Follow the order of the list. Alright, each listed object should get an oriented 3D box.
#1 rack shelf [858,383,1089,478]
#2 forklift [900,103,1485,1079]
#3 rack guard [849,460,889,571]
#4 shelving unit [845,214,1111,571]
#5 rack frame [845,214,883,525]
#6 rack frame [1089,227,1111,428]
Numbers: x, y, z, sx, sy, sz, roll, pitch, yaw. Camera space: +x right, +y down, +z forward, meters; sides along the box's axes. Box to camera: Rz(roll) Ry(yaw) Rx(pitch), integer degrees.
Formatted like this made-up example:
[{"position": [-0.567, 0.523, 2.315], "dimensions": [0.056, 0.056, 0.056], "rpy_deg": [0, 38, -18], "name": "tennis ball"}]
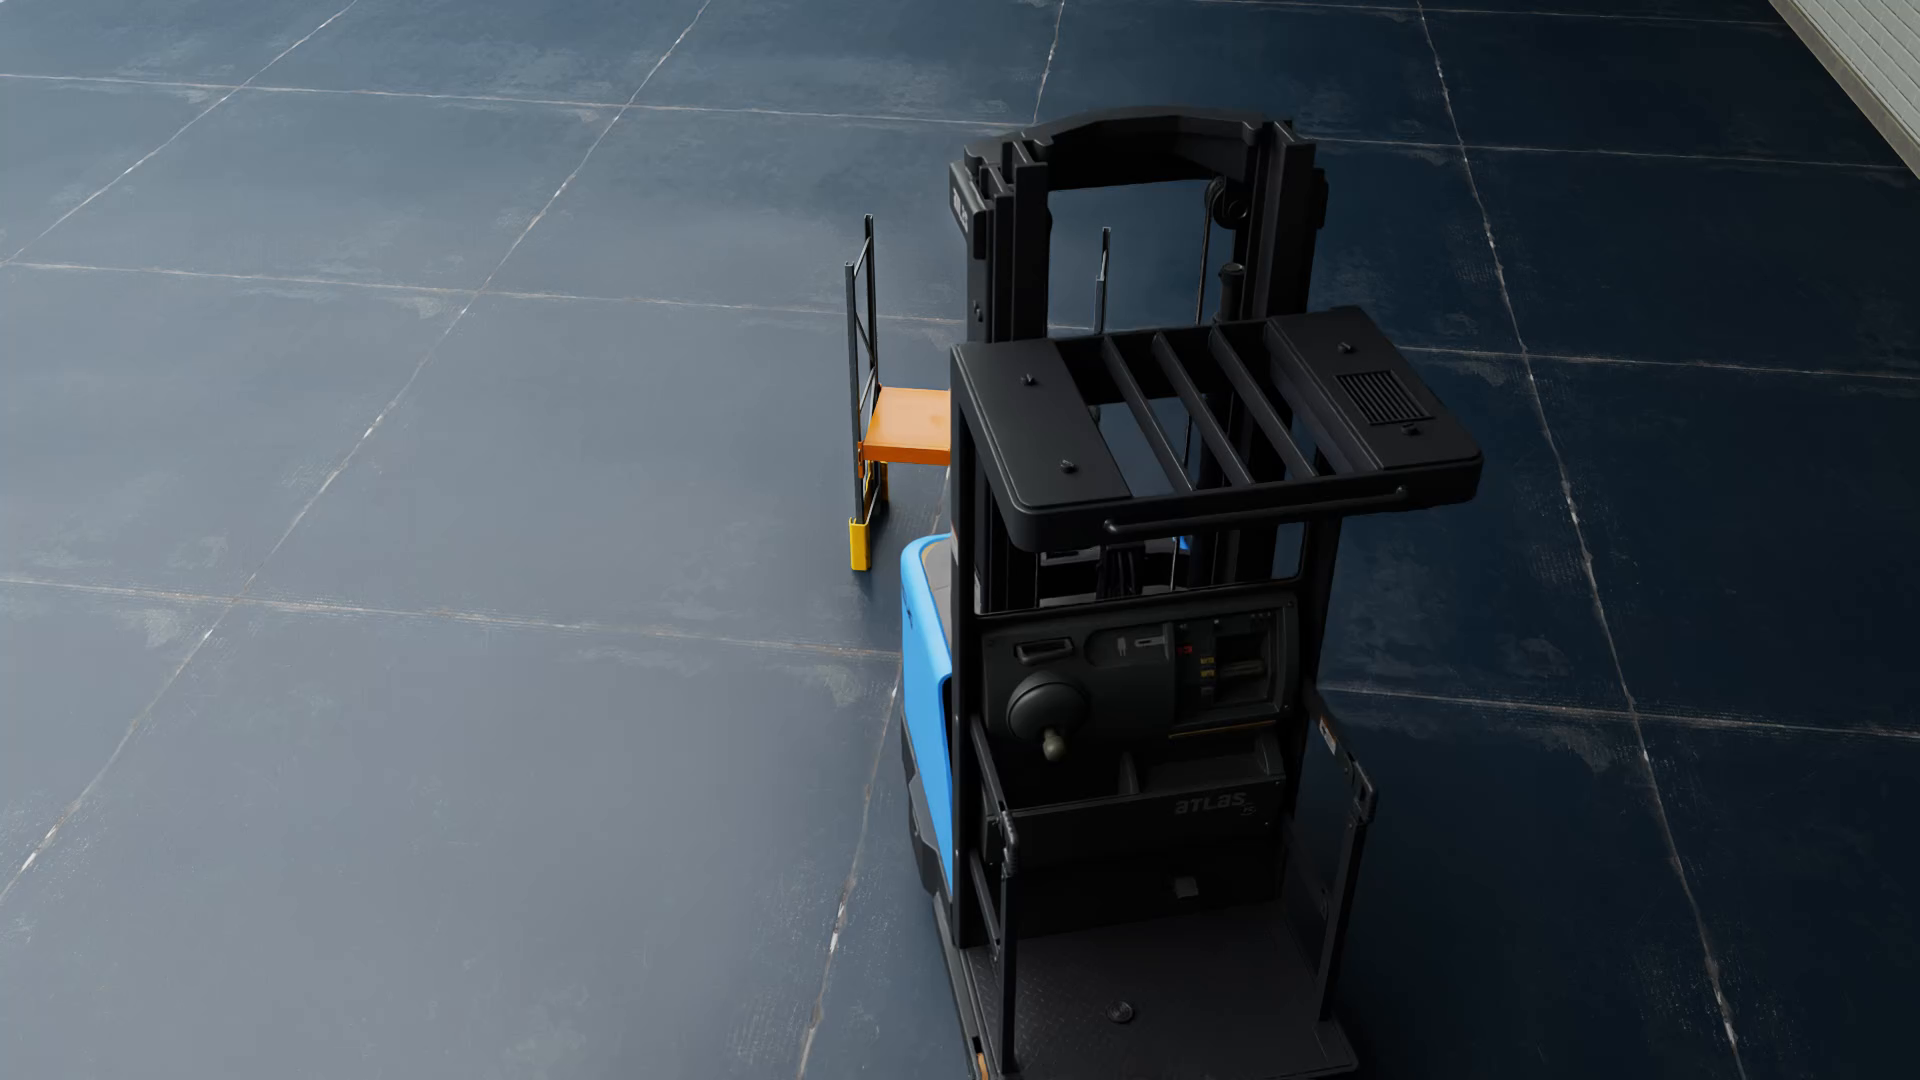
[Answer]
[{"position": [0.085, -0.458, 7.410], "dimensions": [1.000, 0.185, 0.538], "rpy_deg": [4, 36, 6], "name": "rack shelf"}, {"position": [0.566, 0.458, 4.586], "dimensions": [1.130, 2.935, 3.031], "rpy_deg": [-7, 36, -9], "name": "forklift"}, {"position": [-0.418, -0.133, 7.721], "dimensions": [0.087, 0.250, 0.587], "rpy_deg": [4, 36, 6], "name": "rack guard"}, {"position": [0.076, -0.605, 7.306], "dimensions": [1.083, 1.500, 0.587], "rpy_deg": [4, 36, 6], "name": "shelving unit"}, {"position": [-0.420, -0.642, 7.358], "dimensions": [0.032, 1.500, 0.500], "rpy_deg": [4, 36, 6], "name": "rack frame"}, {"position": [0.589, -0.567, 7.253], "dimensions": [0.032, 1.500, 0.500], "rpy_deg": [4, 36, 6], "name": "rack frame"}]
